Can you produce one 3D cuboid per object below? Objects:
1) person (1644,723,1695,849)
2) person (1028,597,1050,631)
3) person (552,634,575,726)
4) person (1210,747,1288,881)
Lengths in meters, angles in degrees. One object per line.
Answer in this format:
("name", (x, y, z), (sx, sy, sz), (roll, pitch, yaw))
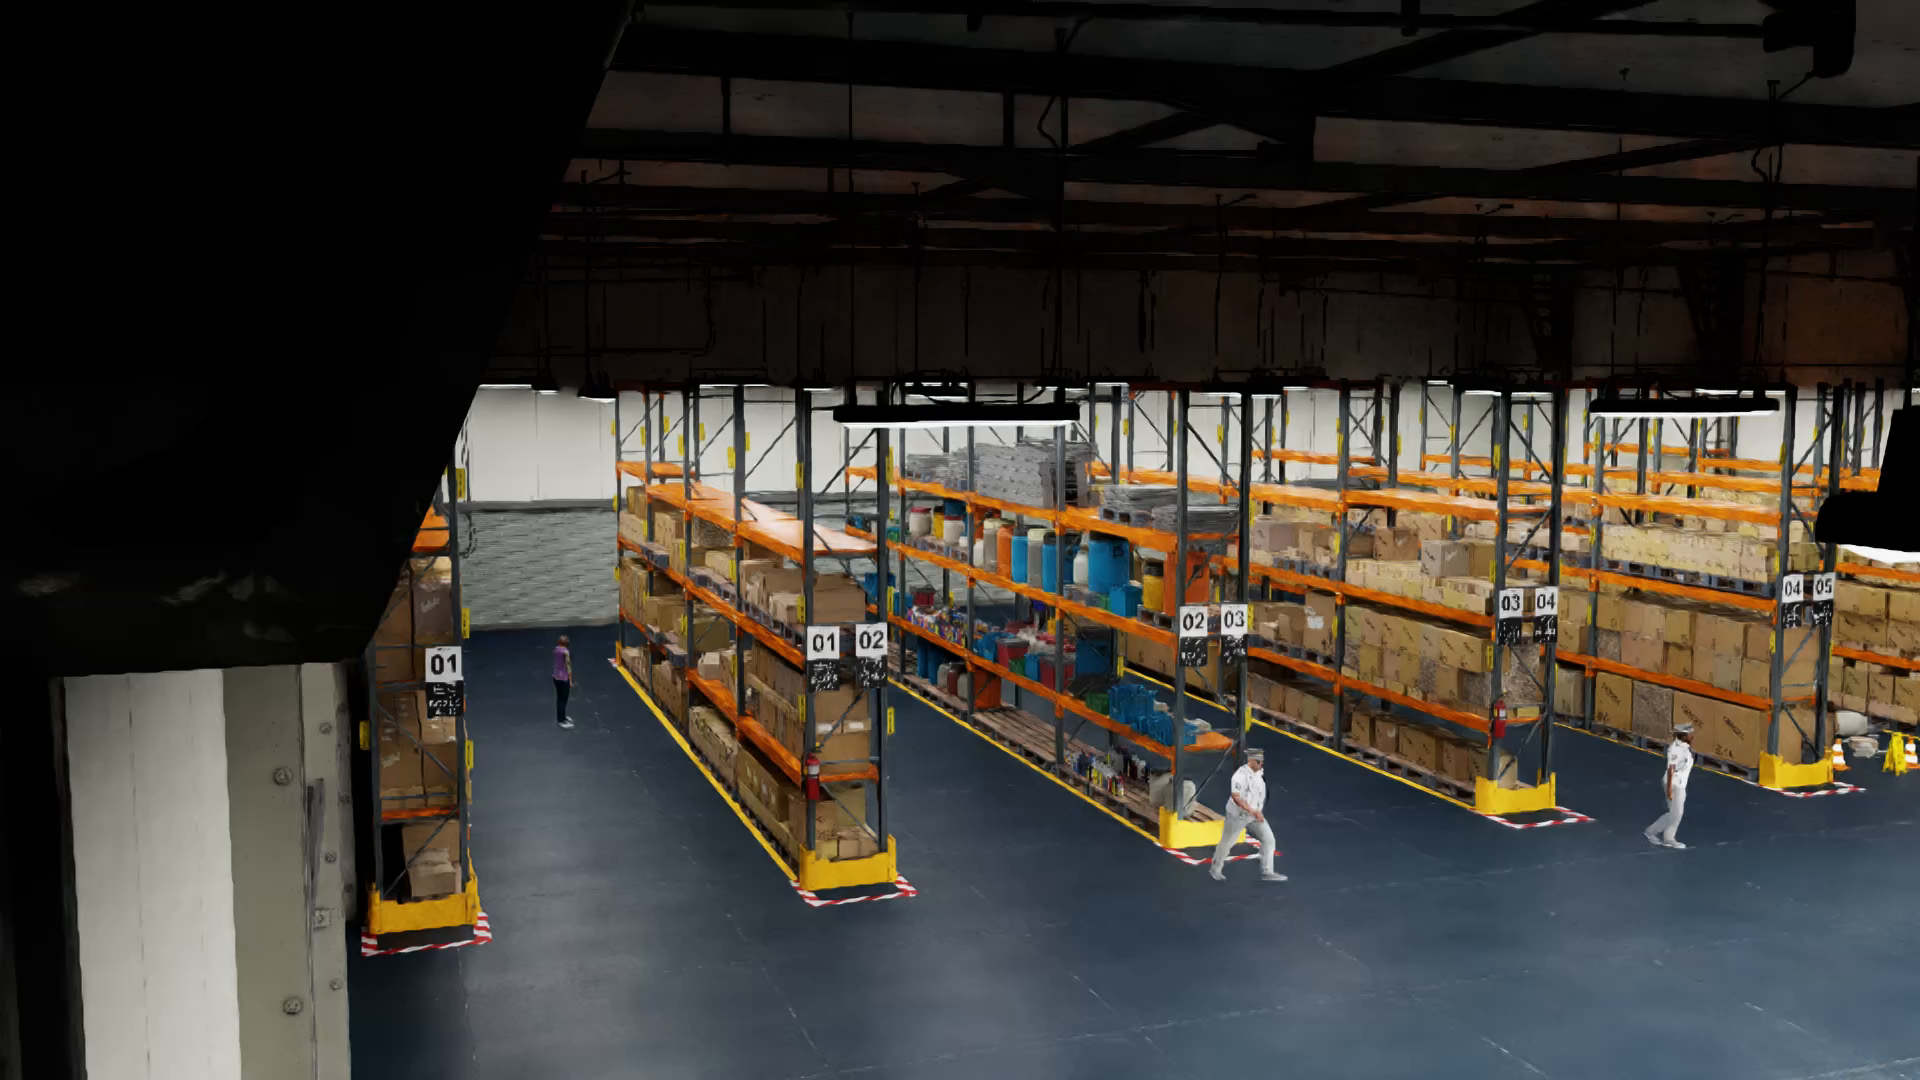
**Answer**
("person", (9.296, 3.207, 21.795), (0.536, 1.666, 0.517), (4, 7, 33))
("person", (1.782, 1.639, 36.796), (0.447, 1.571, 1.069), (-2, 6, -21))
("person", (-6.929, 2.441, 29.164), (0.504, 1.603, 0.415), (6, 8, 43))
("person", (3.507, 3.333, 20.339), (0.705, 1.692, 0.843), (-5, 8, -37))
